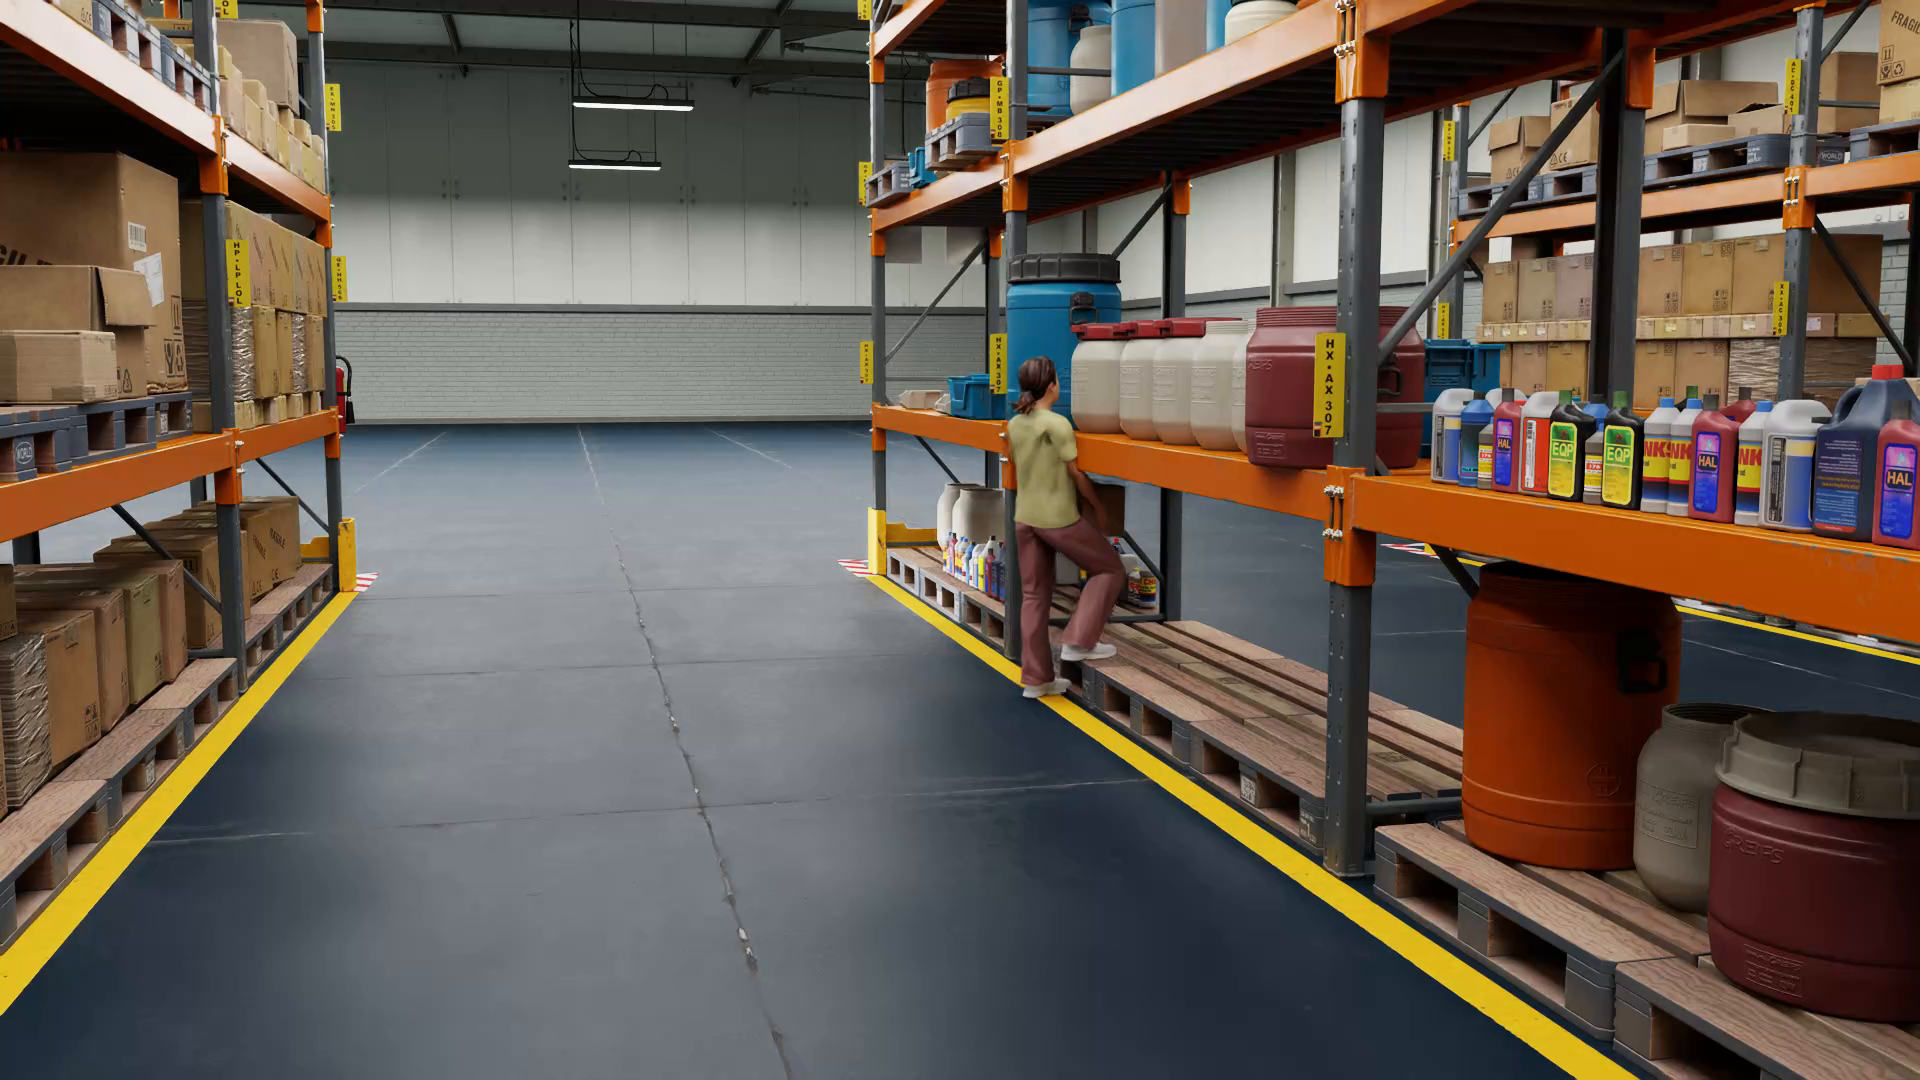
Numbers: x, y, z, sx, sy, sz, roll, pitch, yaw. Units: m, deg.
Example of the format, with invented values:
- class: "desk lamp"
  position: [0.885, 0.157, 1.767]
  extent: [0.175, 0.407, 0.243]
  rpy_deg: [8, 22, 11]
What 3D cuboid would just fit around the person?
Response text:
- class: "person"
  position: [0.488, -0.059, 8.148]
  extent: [0.550, 1.678, 0.484]
  rpy_deg: [-5, 8, -40]
